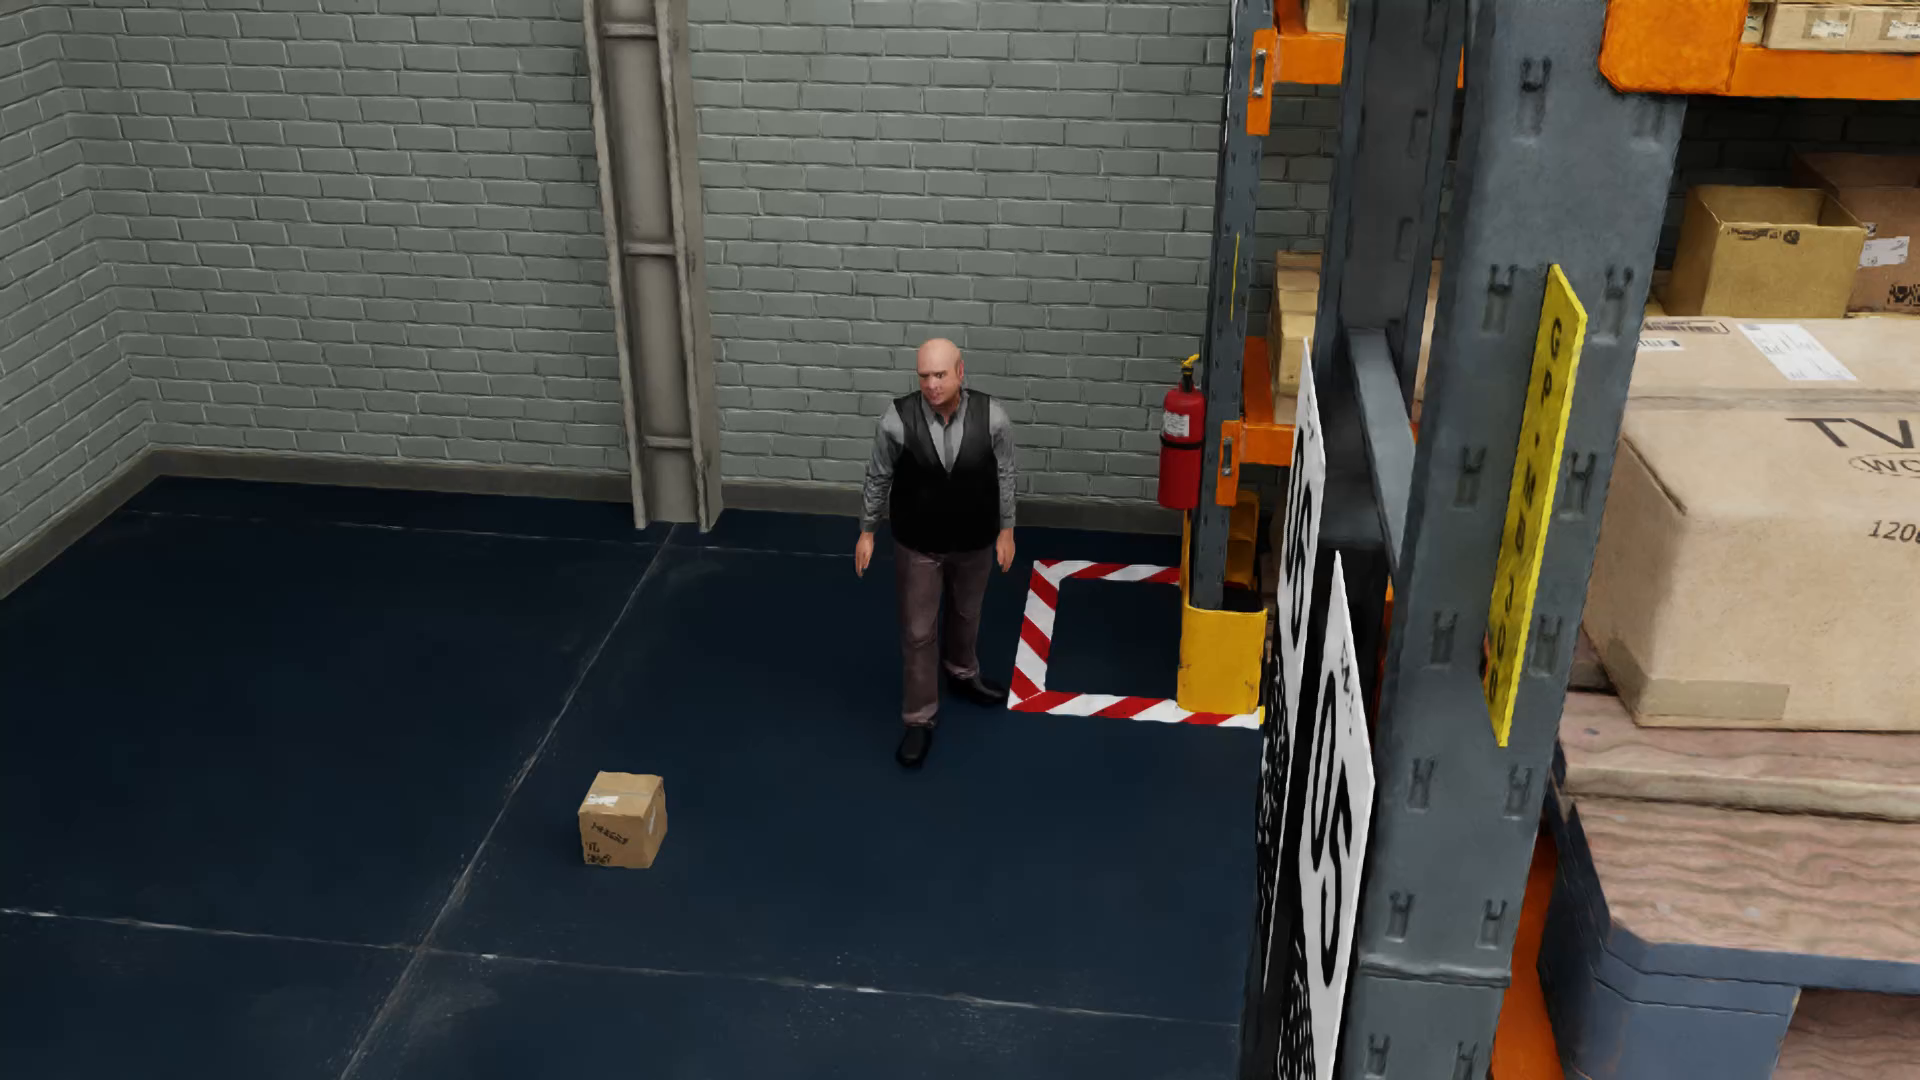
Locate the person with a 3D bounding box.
[{"bbox_3d":[-0.088,0.022,6.593,0.655,1.722,0.630,-5,29,-10],"label":"person"}]
